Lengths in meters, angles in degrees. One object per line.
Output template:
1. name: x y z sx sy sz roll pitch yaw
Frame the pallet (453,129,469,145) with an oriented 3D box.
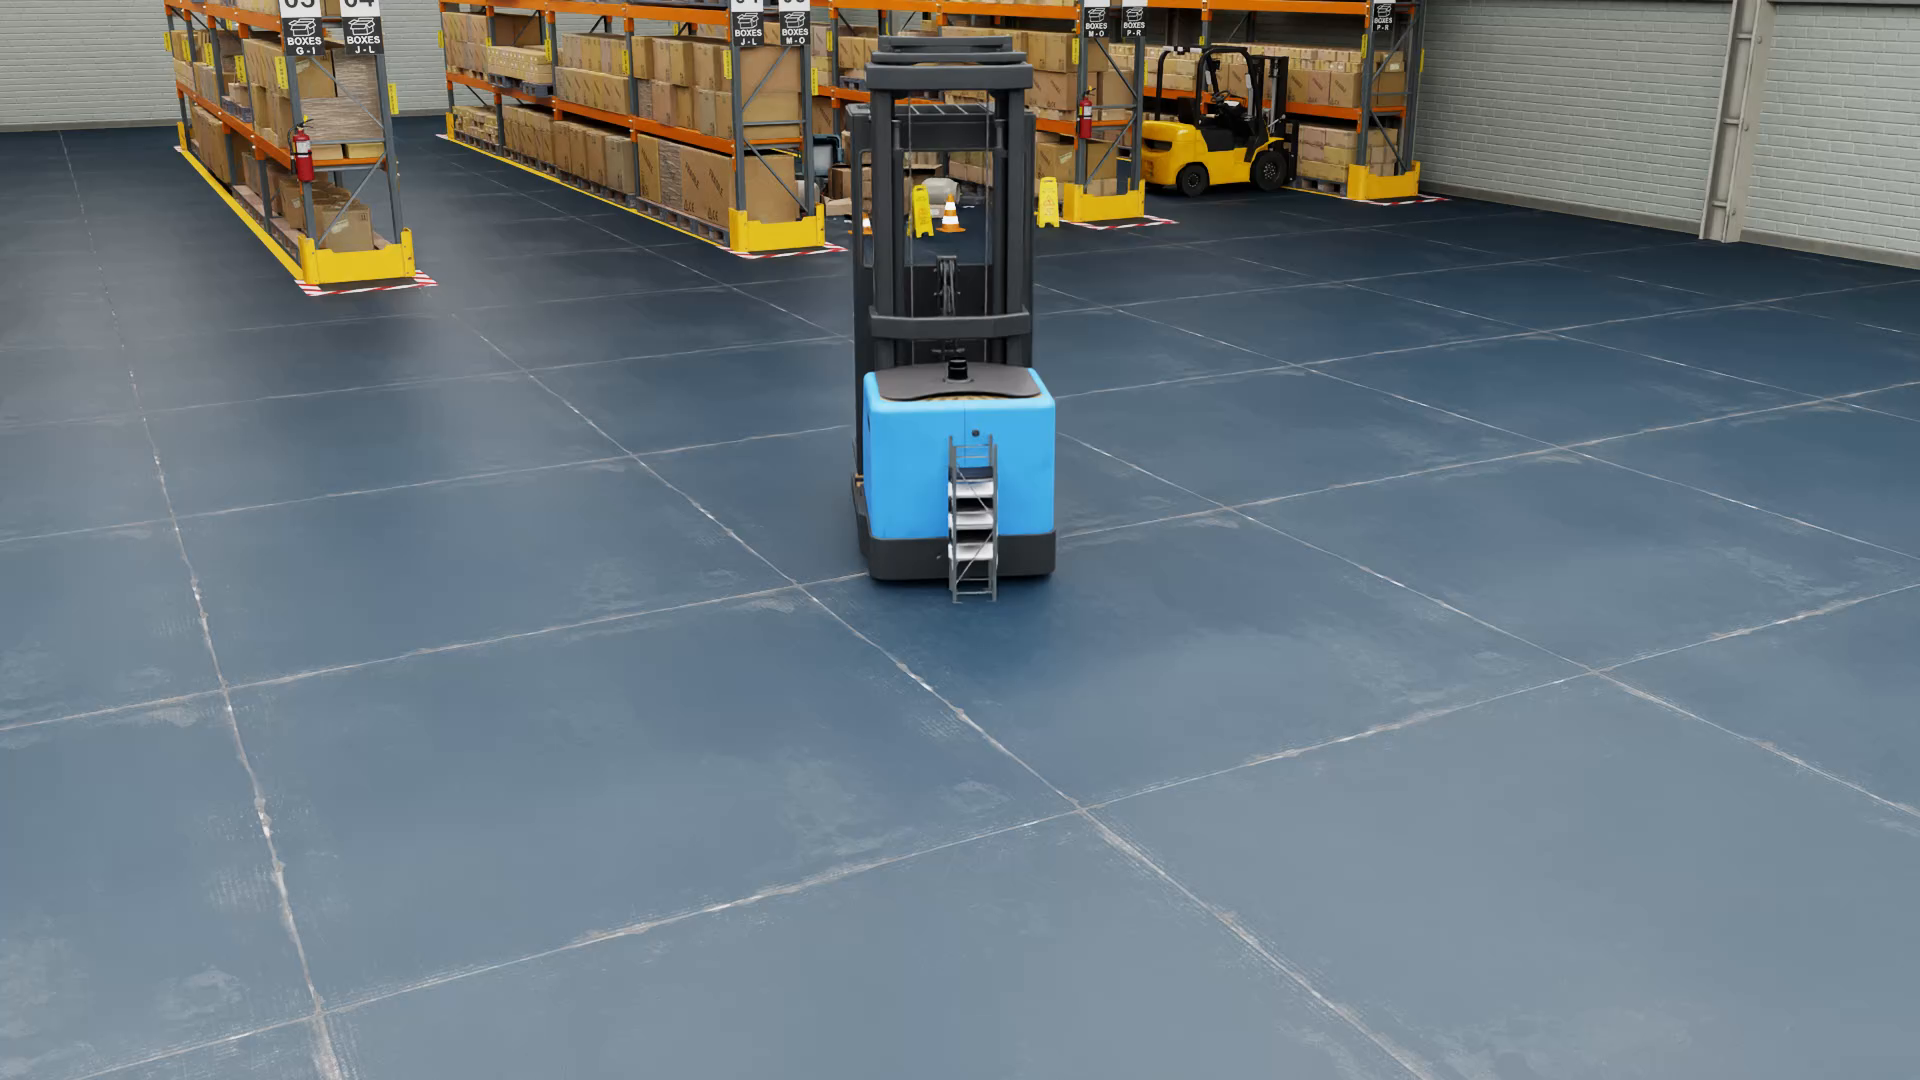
1. pallet: -9.484 -8.088 33.247 1.003 0.211 1.213 -10 21 -27

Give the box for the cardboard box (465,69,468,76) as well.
1. cardboard box: -9.328 -9.042 32.122 0.380 0.149 0.250 -10 22 -28

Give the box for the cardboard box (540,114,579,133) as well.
1. cardboard box: -6.631 -6.897 27.560 0.500 0.250 0.500 -11 22 -28

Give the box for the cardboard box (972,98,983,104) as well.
1. cardboard box: 0.405 -6.546 24.889 0.380 0.149 0.250 -9 21 -25

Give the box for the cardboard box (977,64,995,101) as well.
1. cardboard box: 0.581 -6.749 24.483 0.500 0.500 0.500 -10 21 -27

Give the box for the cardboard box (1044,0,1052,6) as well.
1. cardboard box: 1.373 -7.376 22.694 0.380 0.149 0.250 -9 21 -25

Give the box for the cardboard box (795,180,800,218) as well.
1. cardboard box: -2.536 -4.755 23.141 0.500 0.500 0.500 -6 20 -17

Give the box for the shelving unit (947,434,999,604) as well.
1. shelving unit: 0.070 -0.112 9.077 0.258 0.900 0.210 -2 19 -6

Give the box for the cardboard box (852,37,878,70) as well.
1. cardboard box: -1.504 -8.239 28.156 0.500 0.500 0.500 -9 21 -24

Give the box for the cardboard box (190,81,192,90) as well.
1. cardboard box: -12.944 -7.771 28.439 0.380 0.149 0.250 -10 21 -26

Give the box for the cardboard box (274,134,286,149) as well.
1. cardboard box: -7.812 -4.680 19.480 0.380 0.149 0.250 -10 21 -27

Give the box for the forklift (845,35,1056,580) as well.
1. forklift: -0.127 -1.599 10.271 1.130 2.935 3.031 -2 19 -6

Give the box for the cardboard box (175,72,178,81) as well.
1. cardboard box: -14.410 -8.656 31.002 0.380 0.149 0.250 -10 21 -26

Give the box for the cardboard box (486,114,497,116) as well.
1. cardboard box: -8.709 -7.936 31.348 0.380 0.149 0.250 -9 21 -25

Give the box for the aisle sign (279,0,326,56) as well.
1. aisle sign: -6.925 -5.499 17.484 0.394 0.787 0.004 -10 21 -27

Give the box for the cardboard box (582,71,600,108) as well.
1. cardboard box: -5.383 -6.813 25.124 0.500 0.500 0.500 -10 22 -27

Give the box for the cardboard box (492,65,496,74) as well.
1. cardboard box: -8.056 -8.335 29.430 0.380 0.149 0.250 -10 21 -26

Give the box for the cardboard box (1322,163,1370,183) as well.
1. cardboard box: 5.897 -5.624 25.403 0.500 0.250 0.500 -10 21 -26

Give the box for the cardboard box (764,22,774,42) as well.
1. cardboard box: -3.445 -9.521 31.440 0.500 0.500 0.500 -10 21 -27

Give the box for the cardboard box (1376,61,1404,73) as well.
1. cardboard box: 6.465 -7.131 25.050 0.380 0.149 0.250 -11 22 -28

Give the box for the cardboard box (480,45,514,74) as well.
1. cardboard box: -8.454 -8.801 30.430 0.500 0.500 0.500 -10 21 -27

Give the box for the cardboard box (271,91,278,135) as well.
1. cardboard box: -7.469 -4.960 19.296 0.875 0.500 0.500 -10 21 -27

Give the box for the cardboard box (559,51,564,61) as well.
1. cardboard box: -6.493 -8.118 27.888 0.380 0.149 0.250 -11 22 -29

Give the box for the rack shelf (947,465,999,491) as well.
1. rack shelf: 0.070 -0.336 9.000 0.258 0.077 0.200 -2 19 -6

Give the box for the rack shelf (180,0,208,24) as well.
1. rack shelf: -11.439 -8.283 26.041 1.077 0.370 4.000 -10 21 -27

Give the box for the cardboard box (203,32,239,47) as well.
1. cardboard box: -11.762 -7.920 26.793 0.797 0.503 0.637 -10 21 -26

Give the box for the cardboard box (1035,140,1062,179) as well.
1. cardboard box: 1.171 -5.461 23.782 0.500 0.500 0.500 -9 21 -25

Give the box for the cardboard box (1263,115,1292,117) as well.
1. cardboard box: 5.156 -6.904 27.581 0.500 0.250 0.500 -10 22 -27

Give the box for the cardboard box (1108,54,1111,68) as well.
1. cardboard box: 2.832 -8.792 30.476 0.500 0.250 0.500 -9 21 -25

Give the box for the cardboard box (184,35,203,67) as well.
1. cardboard box: -12.842 -8.294 28.193 0.500 0.500 0.500 -9 21 -25

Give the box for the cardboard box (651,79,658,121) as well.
1. cardboard box: -3.710 -6.034 22.791 0.875 0.550 0.550 -10 21 -27

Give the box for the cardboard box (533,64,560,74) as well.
1. cardboard box: -6.711 -7.662 27.022 0.380 0.149 0.250 -9 21 -26

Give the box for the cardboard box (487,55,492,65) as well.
1. cardboard box: -8.193 -8.554 29.609 0.380 0.149 0.250 -10 21 -26

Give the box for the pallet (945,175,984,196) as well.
1. pallet: 0.482 -5.512 25.782 1.003 0.211 1.213 -10 21 -27

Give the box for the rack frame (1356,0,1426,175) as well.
1. rack frame: 6.398 -6.639 24.774 1.000 3.000 0.127 -10 21 -27

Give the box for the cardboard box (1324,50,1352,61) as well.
1. cardboard box: 5.750 -7.341 25.203 0.380 0.149 0.250 -9 21 -25

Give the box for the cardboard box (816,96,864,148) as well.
1. cardboard box: -2.022 -7.571 30.088 0.875 0.875 0.875 -10 22 -27

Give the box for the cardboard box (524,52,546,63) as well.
1. cardboard box: -6.954 -7.948 27.397 0.380 0.149 0.250 -9 21 -25

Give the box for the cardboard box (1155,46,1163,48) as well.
1. cardboard box: 3.678 -8.790 29.859 0.380 0.149 0.250 -9 21 -25

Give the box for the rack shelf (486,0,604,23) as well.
1. rack shelf: -7.025 -9.022 28.184 1.077 0.370 4.000 -10 21 -27

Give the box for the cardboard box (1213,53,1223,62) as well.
1. cardboard box: 4.418 -8.009 27.596 0.380 0.149 0.250 -10 22 -28

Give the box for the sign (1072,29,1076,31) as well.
1. sign: 2.126 -9.359 31.002 0.100 0.325 0.005 -10 21 -27

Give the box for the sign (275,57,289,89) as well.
1. sign: -7.188 -4.951 17.621 0.100 0.325 0.005 -10 21 -27

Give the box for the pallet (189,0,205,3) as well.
1. pallet: -10.841 -8.136 24.803 1.213 0.211 1.003 -9 21 -24

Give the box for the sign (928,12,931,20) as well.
1. sign: -0.702 -12.009 38.076 0.100 0.325 0.005 -10 21 -27

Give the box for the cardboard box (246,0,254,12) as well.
1. cardboard box: -8.119 -6.365 19.611 0.500 0.250 0.500 -11 22 -29

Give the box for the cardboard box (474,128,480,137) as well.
1. cardboard box: -9.161 -7.876 32.083 0.380 0.149 0.250 -10 21 -27

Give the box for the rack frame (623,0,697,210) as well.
1. rack frame: -4.176 -6.222 23.564 1.000 3.000 0.127 -10 21 -27

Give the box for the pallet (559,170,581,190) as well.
1. pallet: -5.768 -5.814 26.657 1.003 0.211 1.213 -10 21 -27

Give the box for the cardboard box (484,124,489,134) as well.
1. cardboard box: -8.687 -7.701 31.121 0.380 0.149 0.250 -11 22 -29

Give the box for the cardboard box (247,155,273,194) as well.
1. cardboard box: -9.878 -5.311 24.081 0.700 0.500 0.500 -12 22 -31

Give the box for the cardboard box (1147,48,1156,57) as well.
1. cardboard box: 3.508 -8.567 29.213 0.380 0.149 0.250 -10 21 -26

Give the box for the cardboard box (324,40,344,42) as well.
1. cardboard box: -7.658 -5.770 20.111 0.500 0.500 0.500 -10 21 -27

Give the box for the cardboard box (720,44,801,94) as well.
1. cardboard box: -2.419 -5.768 20.362 0.875 0.550 0.550 -10 21 -27

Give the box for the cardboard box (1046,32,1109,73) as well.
1. cardboard box: 1.597 -6.643 22.641 0.700 0.500 0.500 -11 22 -28
